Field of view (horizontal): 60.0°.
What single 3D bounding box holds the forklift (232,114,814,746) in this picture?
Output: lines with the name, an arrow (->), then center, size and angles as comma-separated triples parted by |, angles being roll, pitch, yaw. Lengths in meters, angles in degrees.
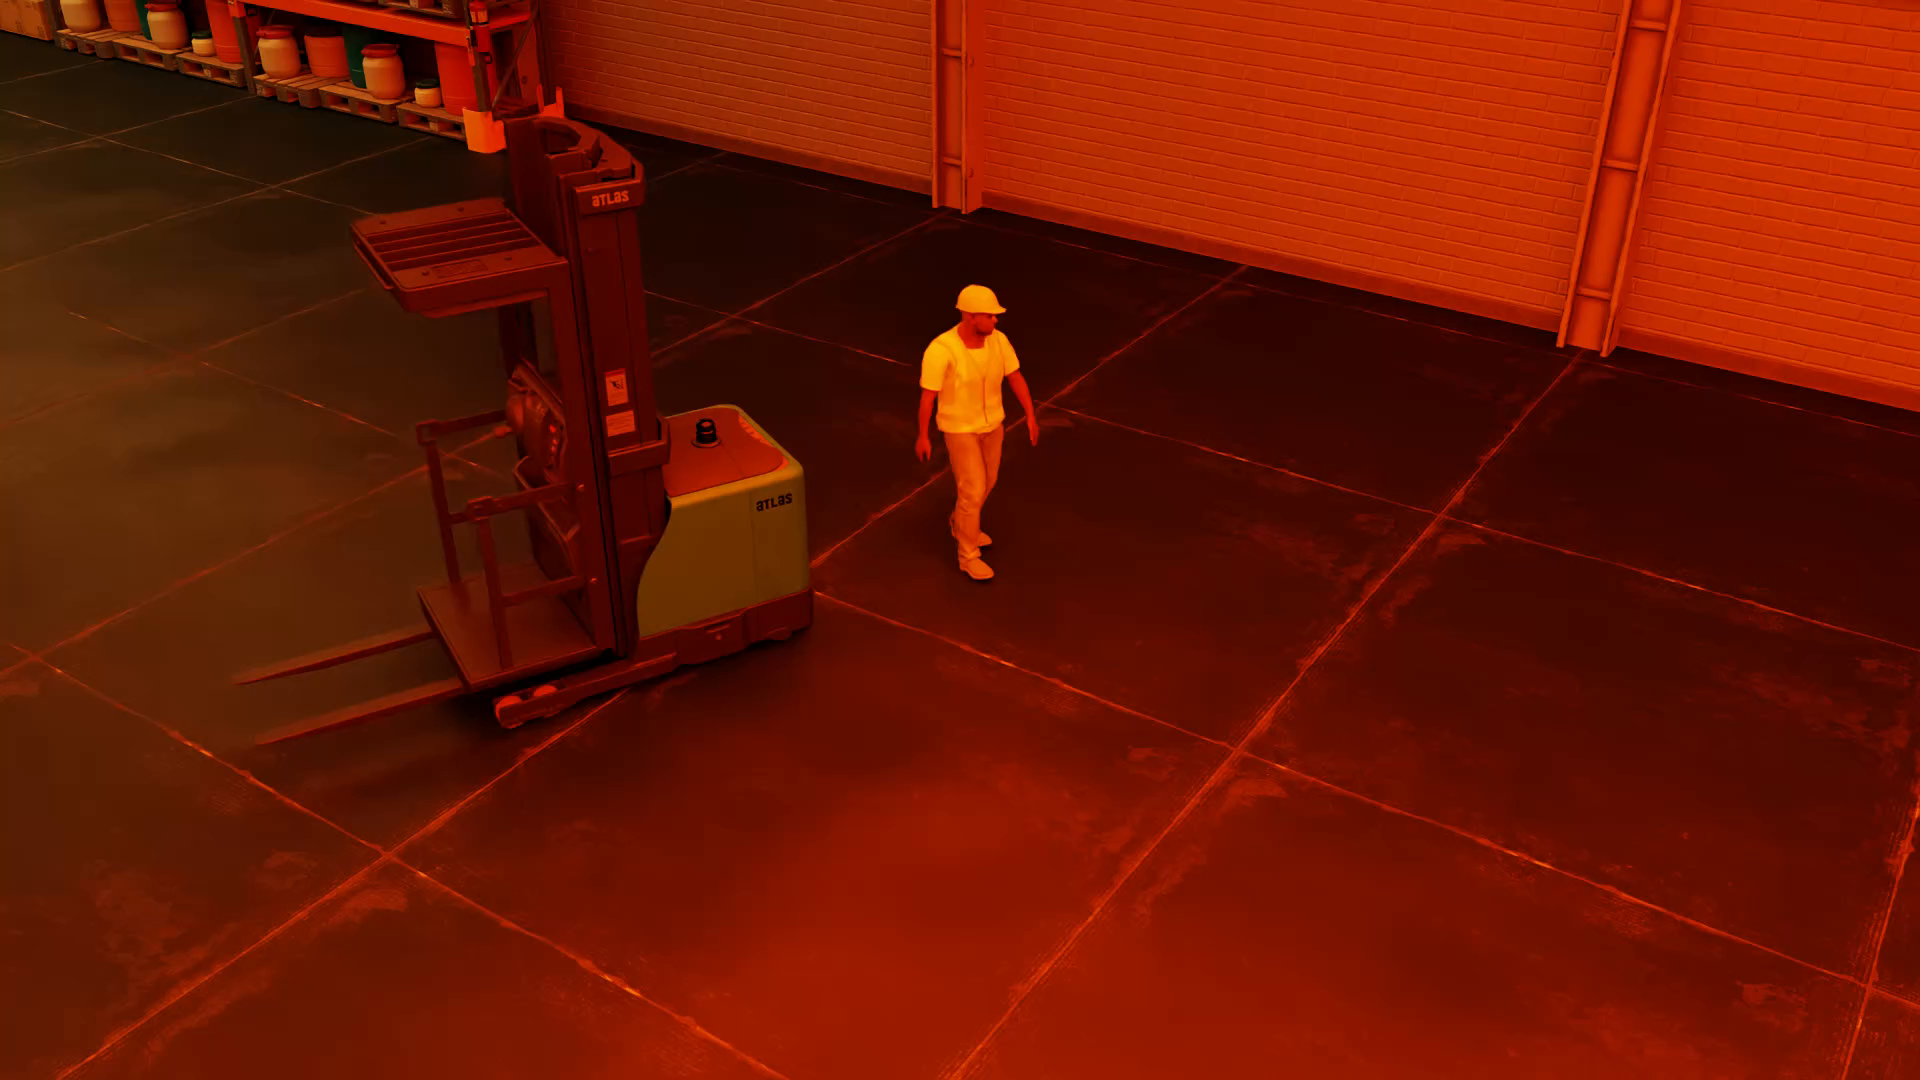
forklift -> -2.373, -0.577, 8.576 | 3.031, 2.935, 1.130 | -16, 34, -26

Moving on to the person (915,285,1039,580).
person -> 0.119, -0.656, 9.914 | 0.705, 1.742, 0.672 | -23, 37, -34
